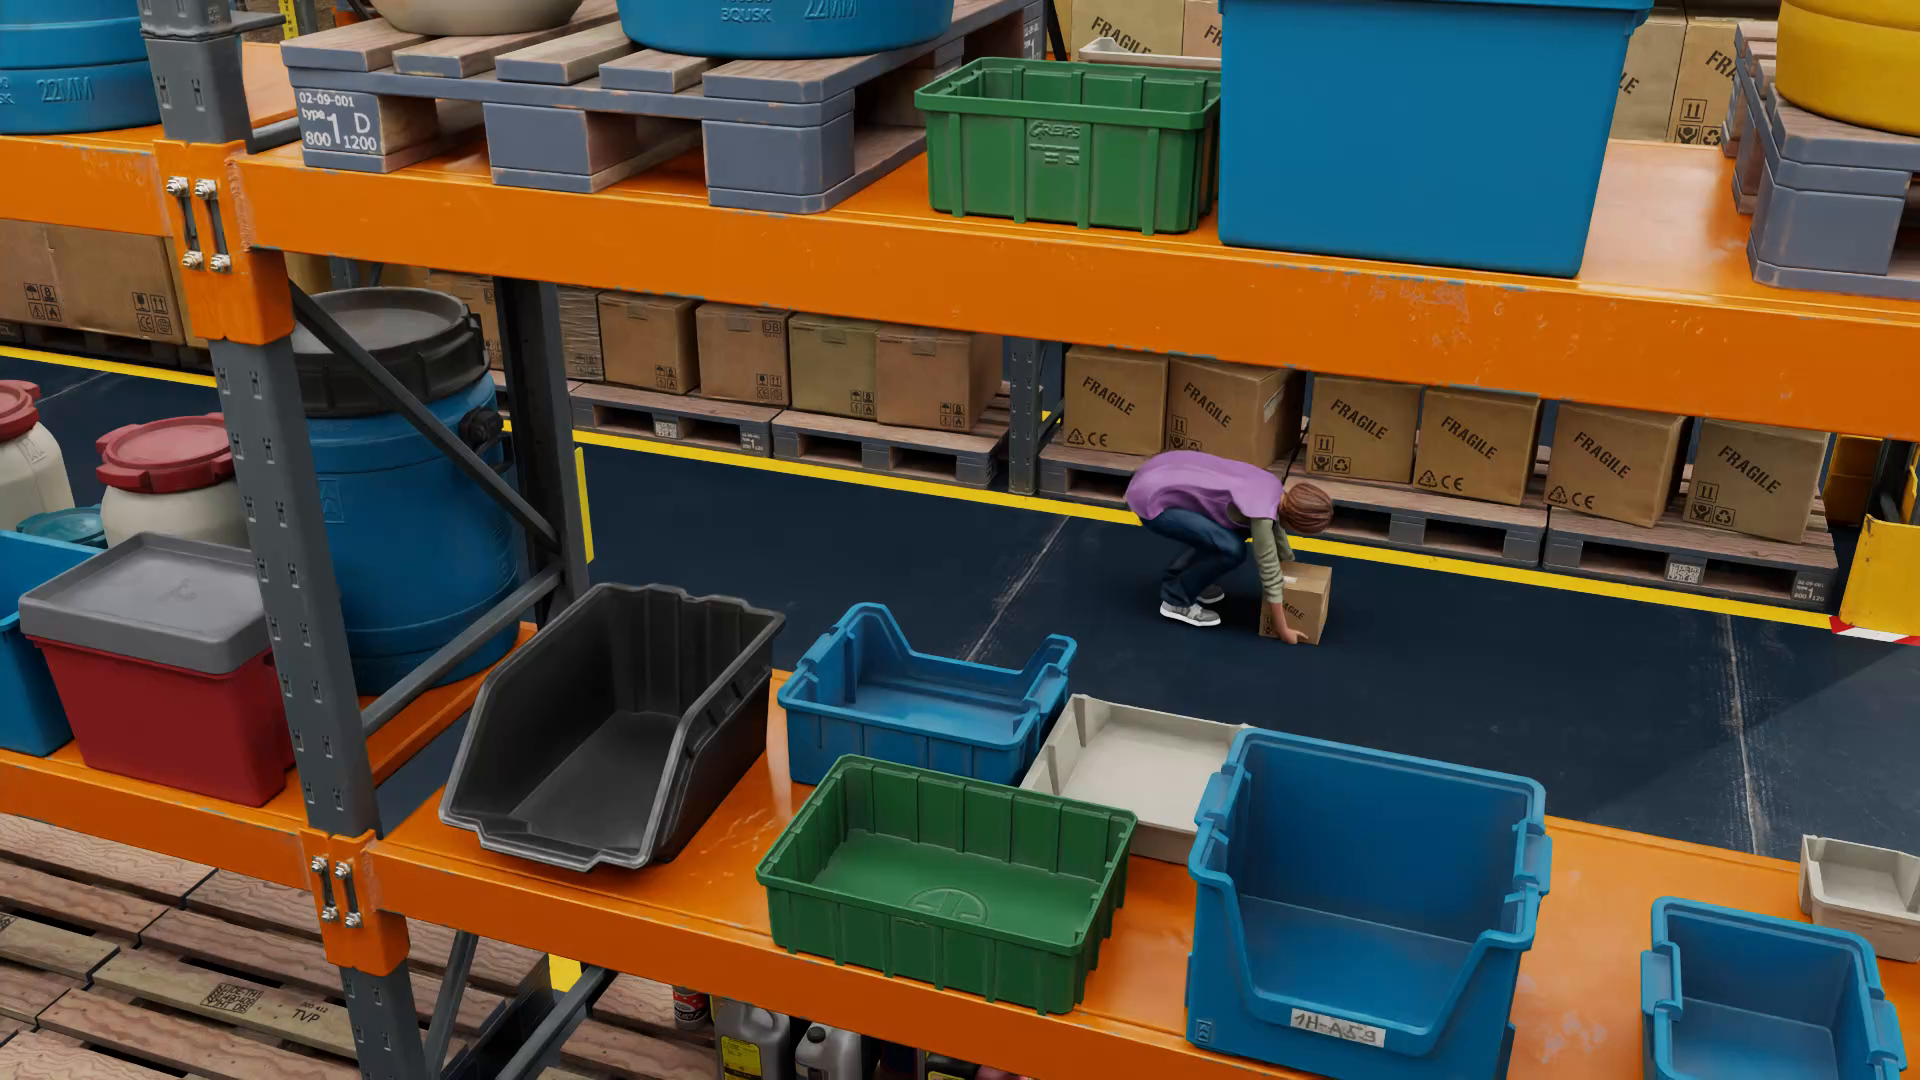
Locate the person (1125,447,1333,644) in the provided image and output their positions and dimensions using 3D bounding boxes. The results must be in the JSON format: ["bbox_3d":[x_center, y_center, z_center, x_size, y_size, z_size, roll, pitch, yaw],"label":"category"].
[{"bbox_3d":[1.137,-0.002,7.119,0.872,0.768,0.424,8,27,16],"label":"person"}]
